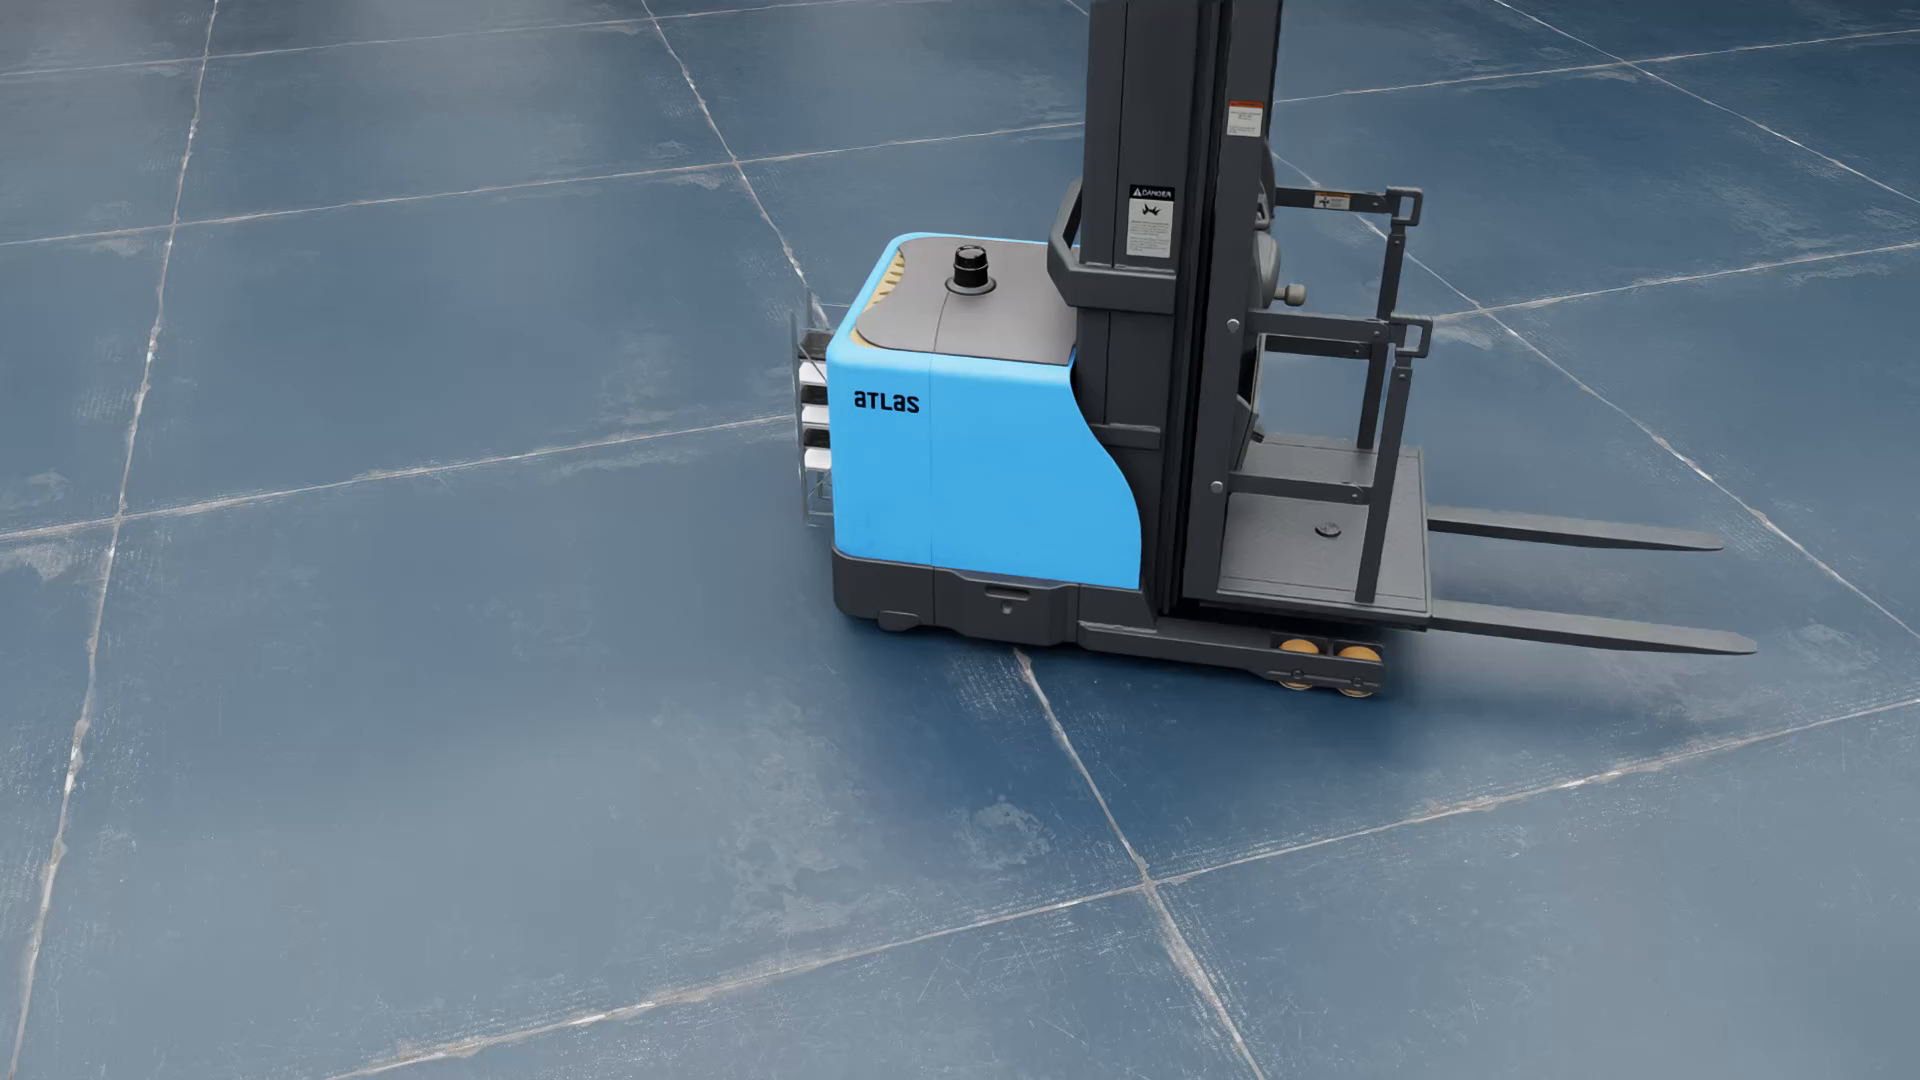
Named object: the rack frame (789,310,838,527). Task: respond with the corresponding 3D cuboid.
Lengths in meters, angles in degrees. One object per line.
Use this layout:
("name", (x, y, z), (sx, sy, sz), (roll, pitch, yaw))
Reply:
("rack frame", (-0.480, -0.419, 6.067), (0.240, 0.900, 0.006), (6, 34, 10))

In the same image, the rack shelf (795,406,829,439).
("rack shelf", (-0.459, -0.446, 6.168), (0.258, 0.077, 0.200), (6, 34, 10))

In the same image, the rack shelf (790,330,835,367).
("rack shelf", (-0.460, -0.671, 6.019), (0.258, 0.077, 0.200), (6, 34, 10))

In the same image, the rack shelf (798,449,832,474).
("rack shelf", (-0.459, -0.296, 6.267), (0.258, 0.077, 0.200), (6, 34, 10))

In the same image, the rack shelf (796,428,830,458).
("rack shelf", (-0.459, -0.371, 6.218), (0.258, 0.077, 0.200), (6, 34, 10))

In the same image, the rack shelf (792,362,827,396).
("rack shelf", (-0.460, -0.596, 6.069), (0.258, 0.077, 0.200), (6, 34, 10))

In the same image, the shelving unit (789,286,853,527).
("shelving unit", (-0.459, -0.474, 6.150), (0.258, 0.900, 0.210), (6, 34, 10))

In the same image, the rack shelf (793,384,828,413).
("rack shelf", (-0.460, -0.521, 6.118), (0.258, 0.077, 0.200), (6, 34, 10))

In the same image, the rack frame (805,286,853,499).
("rack frame", (-0.439, -0.529, 6.233), (0.240, 0.900, 0.006), (6, 34, 10))

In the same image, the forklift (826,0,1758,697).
("forklift", (1.130, -1.026, 5.145), (3.031, 2.935, 1.130), (6, 34, 10))
